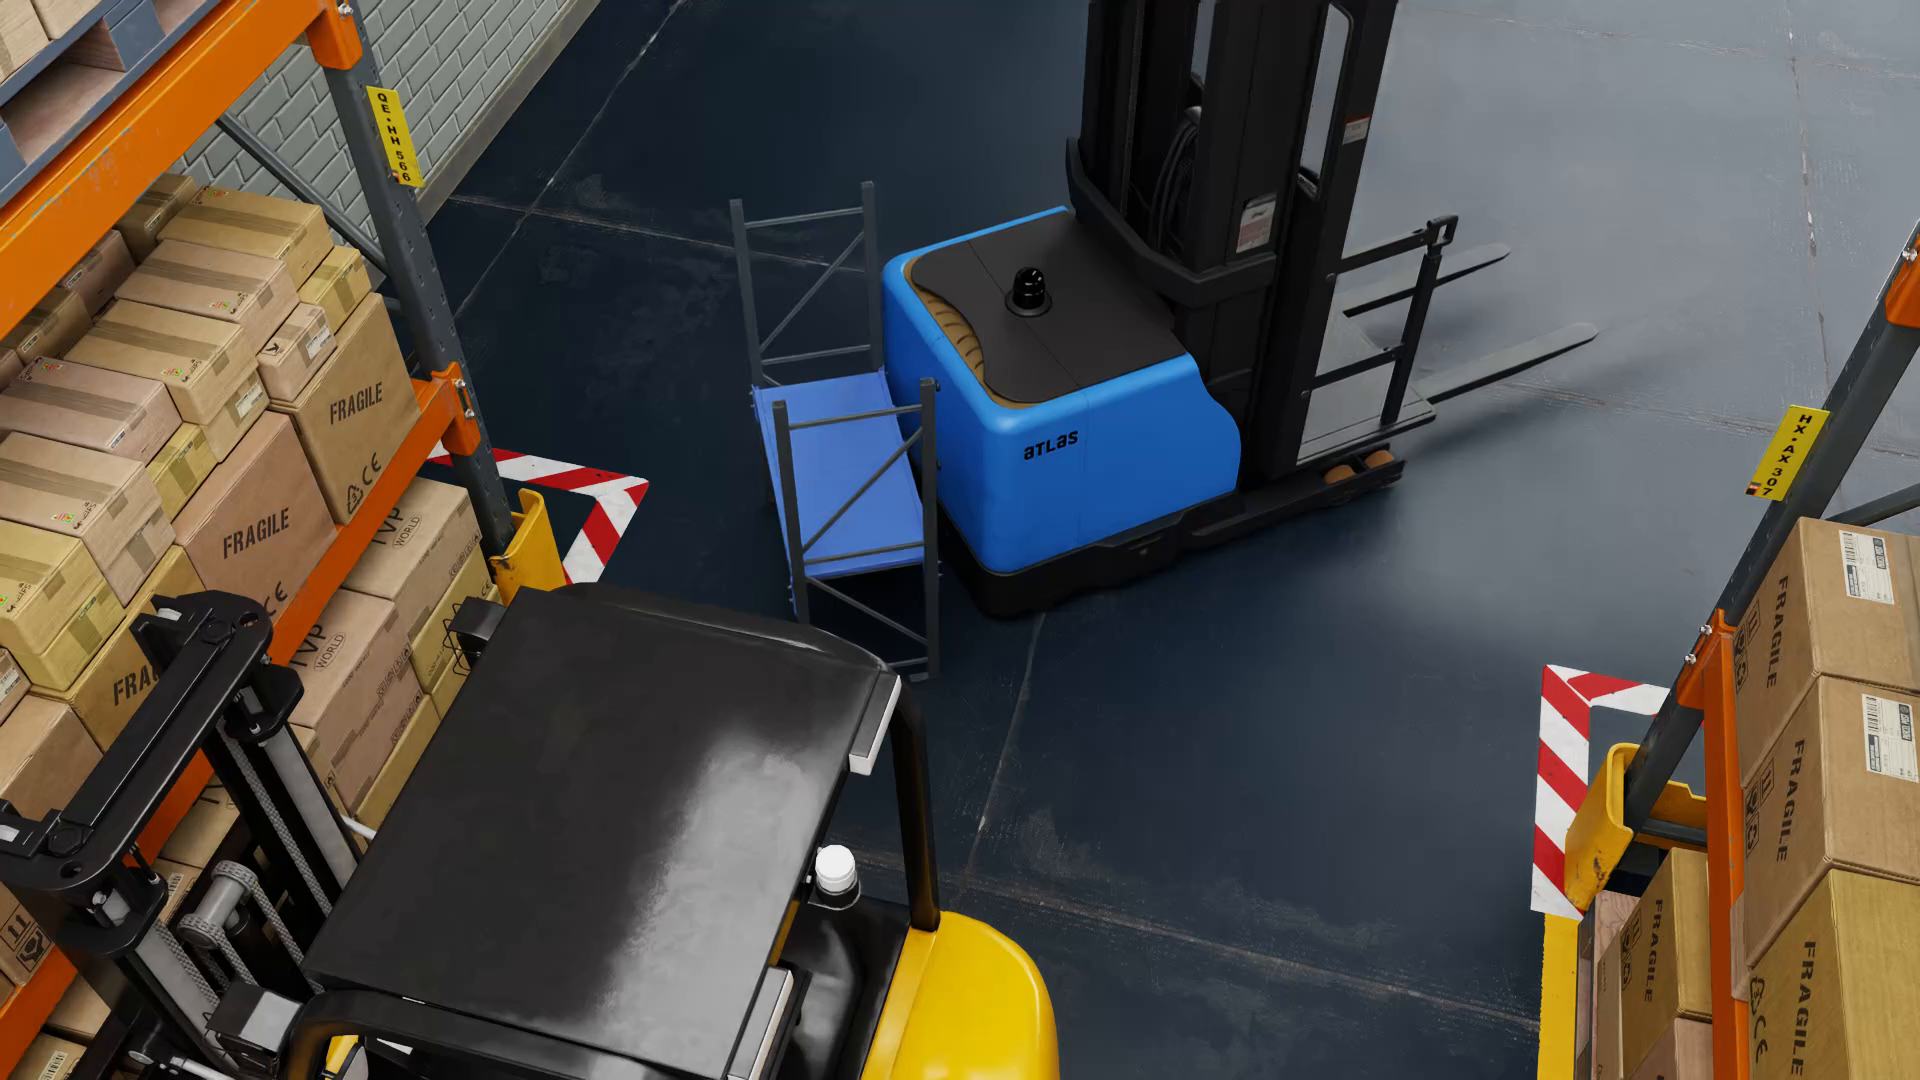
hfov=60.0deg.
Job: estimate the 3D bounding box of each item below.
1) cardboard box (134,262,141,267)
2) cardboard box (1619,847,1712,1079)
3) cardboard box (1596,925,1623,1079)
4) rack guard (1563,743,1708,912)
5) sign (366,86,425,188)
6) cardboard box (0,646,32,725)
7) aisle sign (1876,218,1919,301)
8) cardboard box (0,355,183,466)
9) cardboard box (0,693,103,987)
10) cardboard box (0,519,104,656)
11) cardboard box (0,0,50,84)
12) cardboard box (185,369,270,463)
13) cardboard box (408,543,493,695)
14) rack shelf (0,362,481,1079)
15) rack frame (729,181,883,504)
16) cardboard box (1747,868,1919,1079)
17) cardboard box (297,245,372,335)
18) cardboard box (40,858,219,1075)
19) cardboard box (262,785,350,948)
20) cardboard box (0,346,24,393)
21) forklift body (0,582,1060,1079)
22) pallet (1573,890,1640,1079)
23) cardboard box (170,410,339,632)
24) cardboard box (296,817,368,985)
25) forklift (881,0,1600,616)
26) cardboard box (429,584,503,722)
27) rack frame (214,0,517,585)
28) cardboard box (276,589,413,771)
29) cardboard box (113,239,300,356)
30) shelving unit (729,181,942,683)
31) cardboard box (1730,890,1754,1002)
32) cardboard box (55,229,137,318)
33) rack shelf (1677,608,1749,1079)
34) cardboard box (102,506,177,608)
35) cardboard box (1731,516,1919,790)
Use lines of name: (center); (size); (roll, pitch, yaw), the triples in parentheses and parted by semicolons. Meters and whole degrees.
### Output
cardboard box: (-2.473, -0.858, 4.926); (0.380, 0.149, 0.250); (10, 49, 9)
cardboard box: (2.171, 1.242, 4.626); (0.500, 0.500, 0.500); (10, 49, 9)
cardboard box: (2.177, 1.472, 4.923); (0.500, 0.250, 0.500); (11, 50, 10)
rack guard: (2.636, 1.055, 5.405); (1.175, 0.500, 0.348); (12, 50, 10)
sign: (-1.614, -1.149, 4.752); (0.100, 0.325, 0.005); (12, 50, 10)
cardboard box: (-2.421, 0.350, 3.860); (0.380, 0.149, 0.250); (11, 50, 10)
aisle sign: (2.373, -0.794, 3.635); (0.394, 0.787, 0.004); (12, 50, 10)
cardboard box: (-2.240, -0.305, 4.240); (0.380, 0.149, 0.250); (12, 50, 10)
cardboard box: (-2.412, 0.680, 4.001); (0.500, 0.500, 0.500); (12, 50, 10)
cardboard box: (-2.264, 0.093, 3.888); (0.380, 0.149, 0.250); (12, 50, 11)
cardboard box: (-2.126, -1.082, 3.365); (0.396, 0.266, 0.258); (12, 50, 10)
cardboard box: (-2.121, -0.380, 4.504); (0.380, 0.149, 0.250); (12, 50, 11)
cardboard box: (-1.960, 0.215, 5.699); (0.500, 0.250, 0.500); (11, 49, 10)
rack shelf: (-2.660, 0.880, 4.371); (1.077, 0.370, 4.000); (12, 50, 10)
rack frame: (-0.544, -0.697, 6.284); (0.500, 1.500, 0.032); (-9, 49, -8)
cardboard box: (1.998, 1.073, 3.456); (0.500, 0.500, 0.500); (11, 49, 9)
cardboard box: (-1.955, -0.746, 4.827); (0.380, 0.149, 0.250); (12, 50, 11)
cardboard box: (-2.347, 1.133, 4.555); (0.500, 0.250, 0.500); (11, 49, 9)
cardboard box: (-2.218, 0.953, 5.047); (0.500, 0.250, 0.500); (11, 49, 9)
cardboard box: (-2.665, -0.397, 4.321); (0.380, 0.149, 0.250); (12, 50, 10)
forklift body: (-0.873, 1.208, 4.168); (2.313, 2.155, 1.214); (12, 50, 10)
pallet: (2.388, 1.731, 5.000); (1.003, 0.211, 1.213); (12, 50, 10)
cardboard box: (-2.155, -0.056, 4.651); (0.500, 0.500, 0.500); (13, 50, 11)
cardboard box: (-2.233, 1.087, 5.263); (0.500, 0.250, 0.500); (12, 50, 10)
forklift: (1.250, -1.452, 5.995); (3.031, 2.935, 1.130); (-20, 52, -17)
cardboard box: (-1.953, 0.369, 5.896); (0.500, 0.250, 0.500); (12, 50, 10)
rack frame: (-2.134, -0.804, 5.378); (1.000, 3.000, 0.127); (12, 50, 10)
cardboard box: (-2.083, 0.401, 5.201); (0.500, 0.250, 0.500); (12, 50, 11)
cardboard box: (-2.060, -0.665, 4.558); (0.380, 0.149, 0.250); (12, 50, 10)
shelving unit: (-0.434, -0.325, 5.955); (0.538, 1.500, 1.048); (-9, 49, -8)
cardboard box: (2.055, 0.996, 3.956); (0.380, 0.149, 0.250); (12, 50, 11)
cardboard box: (-2.559, -0.770, 4.650); (0.380, 0.149, 0.250); (13, 50, 11)
rack shelf: (2.130, 1.857, 3.509); (1.077, 0.370, 4.000); (12, 50, 10)
cardboard box: (-2.222, 0.000, 4.169); (0.380, 0.149, 0.250); (10, 49, 9)
cardboard box: (2.264, 0.329, 4.113); (0.500, 0.500, 0.500); (11, 49, 9)
